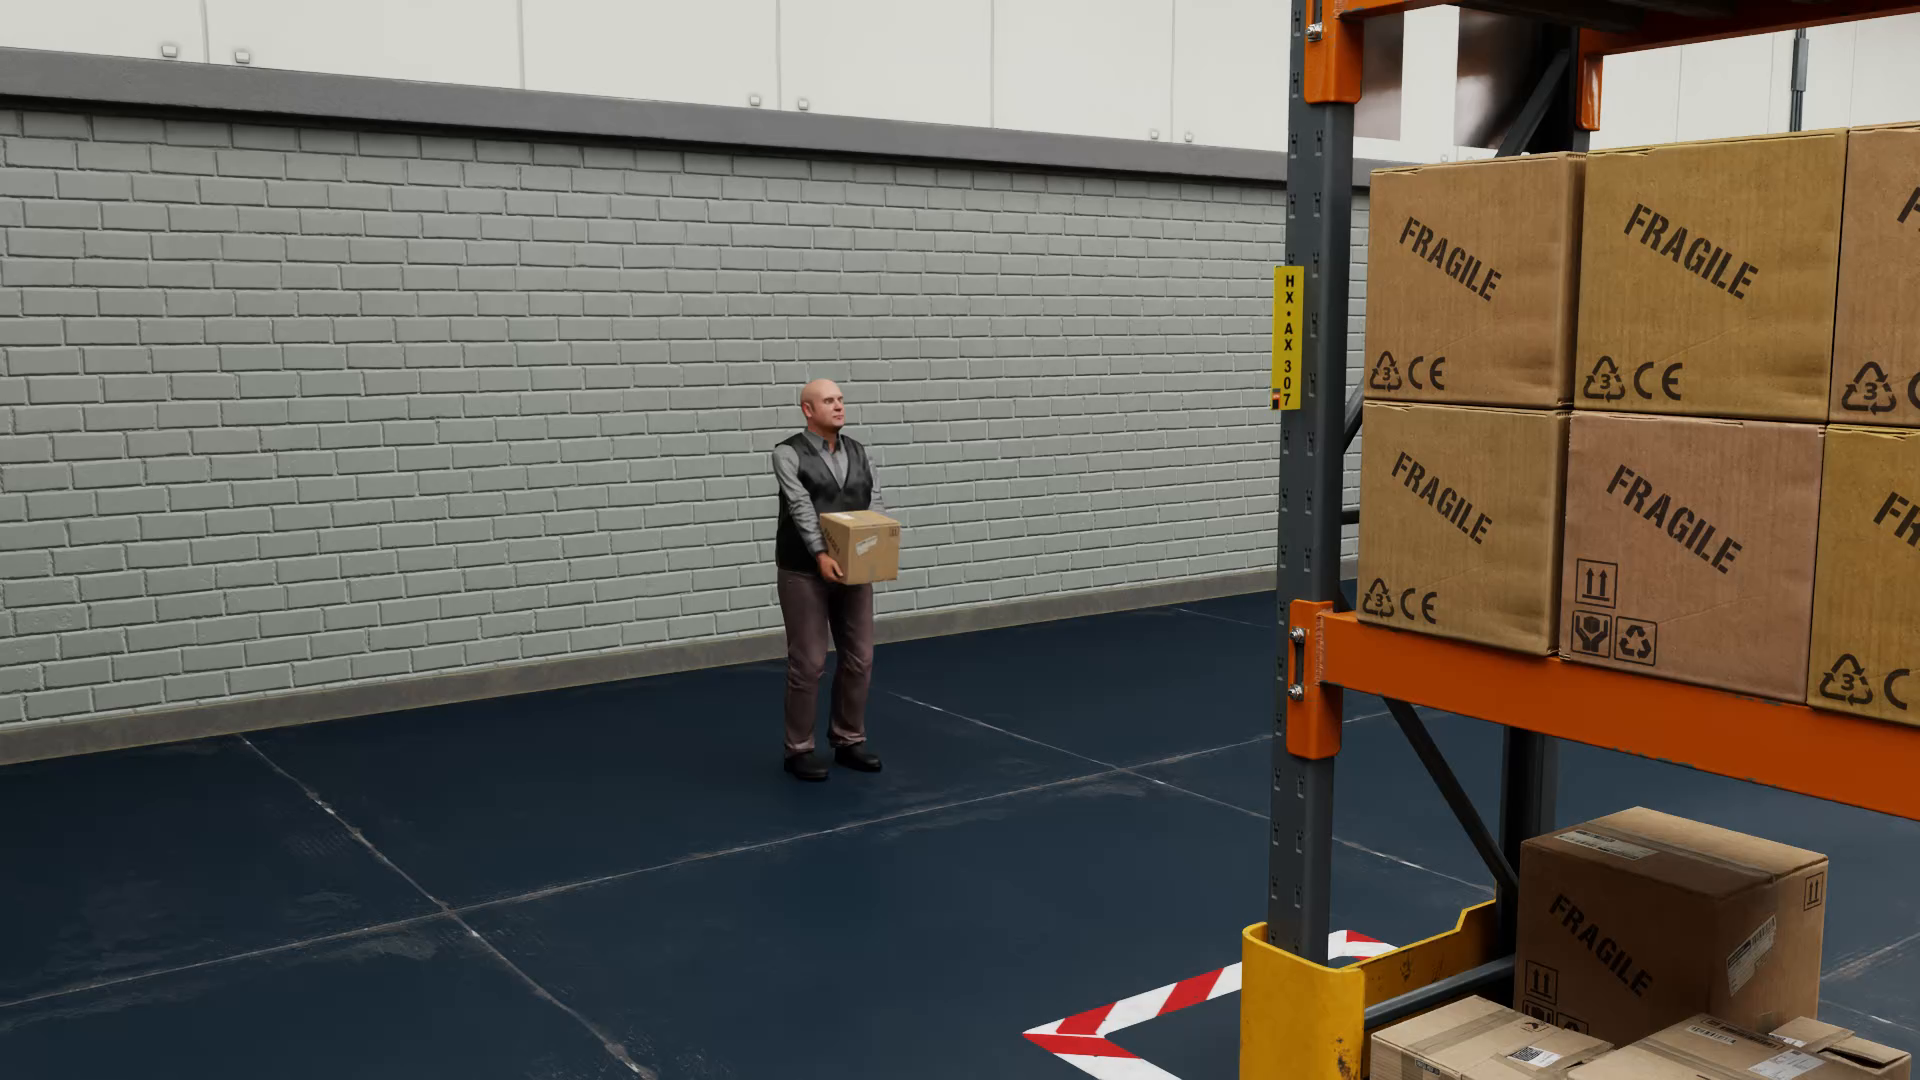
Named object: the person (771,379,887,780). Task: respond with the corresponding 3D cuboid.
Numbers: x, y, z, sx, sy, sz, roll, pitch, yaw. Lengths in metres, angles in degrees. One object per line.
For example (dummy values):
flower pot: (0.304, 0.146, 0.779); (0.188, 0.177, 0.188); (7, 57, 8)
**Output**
person: (-0.518, 0.168, 7.181); (0.494, 1.712, 0.549); (-5, 9, -35)
